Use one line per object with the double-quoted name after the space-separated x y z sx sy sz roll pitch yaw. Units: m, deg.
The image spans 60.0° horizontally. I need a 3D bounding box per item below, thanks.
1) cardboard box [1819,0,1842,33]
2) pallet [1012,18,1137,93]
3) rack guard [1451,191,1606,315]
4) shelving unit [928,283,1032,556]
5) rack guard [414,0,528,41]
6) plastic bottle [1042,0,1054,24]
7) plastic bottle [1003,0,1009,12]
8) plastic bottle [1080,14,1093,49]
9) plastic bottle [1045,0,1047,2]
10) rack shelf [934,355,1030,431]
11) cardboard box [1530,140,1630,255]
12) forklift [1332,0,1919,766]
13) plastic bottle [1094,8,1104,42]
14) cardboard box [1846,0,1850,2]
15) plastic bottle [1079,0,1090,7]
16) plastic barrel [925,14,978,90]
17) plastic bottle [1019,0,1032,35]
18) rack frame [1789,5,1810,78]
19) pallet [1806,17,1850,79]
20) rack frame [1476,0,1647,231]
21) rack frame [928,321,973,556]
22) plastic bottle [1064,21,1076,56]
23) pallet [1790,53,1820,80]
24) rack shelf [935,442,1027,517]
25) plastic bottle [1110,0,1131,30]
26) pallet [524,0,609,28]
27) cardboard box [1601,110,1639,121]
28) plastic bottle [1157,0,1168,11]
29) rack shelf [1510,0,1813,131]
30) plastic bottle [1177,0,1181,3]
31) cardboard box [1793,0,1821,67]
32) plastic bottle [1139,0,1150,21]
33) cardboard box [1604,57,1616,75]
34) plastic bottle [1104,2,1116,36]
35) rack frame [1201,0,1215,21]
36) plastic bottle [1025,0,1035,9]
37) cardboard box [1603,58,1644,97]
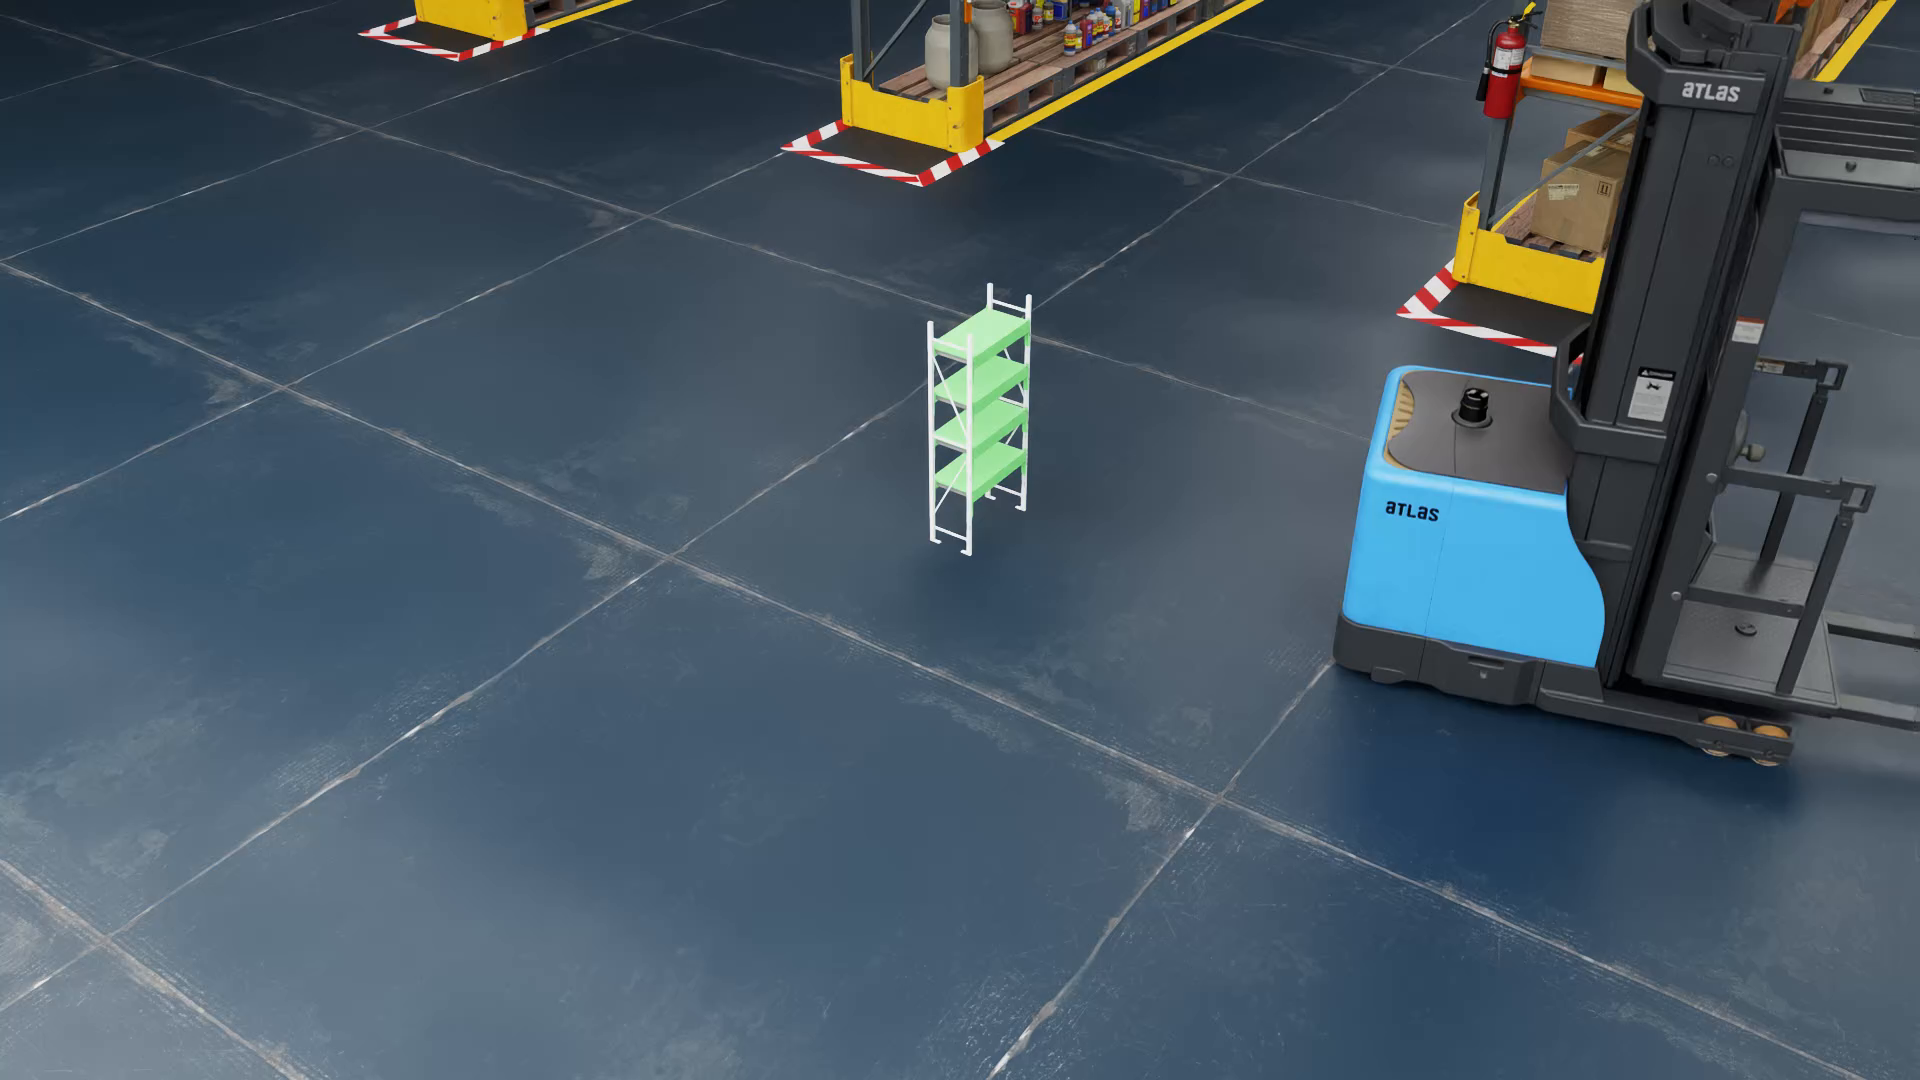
7.263 -4.781 14.481 0.700 0.500 0.500 25 41 32 "cardboard box"
0.790 -4.198 14.269 1.003 0.211 1.213 21 39 28 "pallet"
3.734 -1.789 10.449 1.175 0.500 0.348 21 39 28 "rack guard"
0.094 -0.573 8.027 0.258 1.200 0.503 21 39 28 "shelving unit"
-4.459 -4.909 15.063 1.175 0.500 0.348 21 39 28 "rack guard"
0.769 -4.610 14.495 0.097 0.201 0.097 0 34 0 "plastic bottle"
0.360 -4.474 14.220 0.061 0.283 0.133 22 40 29 "plastic bottle"
1.056 -4.262 13.907 0.061 0.283 0.133 22 40 29 "plastic bottle"
0.751 -4.776 14.607 0.144 0.351 0.185 21 39 28 "plastic bottle"
0.094 -0.719 7.928 0.258 0.148 0.480 21 39 28 "rack shelf"
4.060 -2.210 10.697 0.500 0.500 0.500 -29 43 -35 "cardboard box"
3.225 -0.617 6.545 3.031 2.935 1.130 10 35 15 "forklift"
1.164 -4.362 14.066 0.097 0.271 0.097 0 34 0 "plastic bottle"
7.887 -5.303 15.253 0.700 0.500 0.500 19 38 26 "cardboard box"
1.118 -4.920 14.891 0.097 0.271 0.097 0 34 0 "plastic bottle"
-0.066 -3.842 13.100 0.421 0.512 0.421 0 34 0 "plastic barrel"
0.563 -4.487 14.240 0.061 0.283 0.133 21 39 28 "plastic bottle"
5.971 -4.631 12.420 1.000 3.000 0.127 21 39 28 "rack frame"
7.109 -4.398 14.565 1.003 0.211 1.213 21 39 28 "pallet"
3.691 -2.790 9.698 1.000 3.000 0.127 21 39 28 "rack frame"
-0.045 -0.461 7.860 0.240 1.200 0.015 21 39 28 "rack frame"
0.912 -4.159 13.765 0.097 0.271 0.097 0 34 0 "plastic bottle"
6.414 -3.834 13.731 1.003 0.211 1.213 21 39 28 "pallet"
0.094 -0.321 8.197 0.258 0.148 0.480 21 39 28 "rack shelf"
1.383 -4.568 14.365 0.152 0.276 0.135 22 40 29 "plastic bottle"
-4.044 -5.166 15.700 1.003 0.211 1.213 21 39 28 "pallet"
4.746 -2.778 11.537 0.500 0.500 0.500 25 42 32 "cardboard box"
1.772 -4.909 14.803 0.144 0.351 0.185 20 39 27 "plastic bottle"
4.831 -3.412 11.260 1.077 0.370 4.000 21 39 28 "rack shelf"
1.952 -4.969 15.026 0.097 0.201 0.097 0 34 0 "plastic bottle"
6.627 -4.266 13.720 0.700 0.500 0.500 21 39 28 "cardboard box"
1.604 -4.705 14.561 0.061 0.283 0.133 24 41 31 "plastic bottle"
3.827 -2.998 10.229 0.380 0.149 0.250 21 39 28 "cardboard box"
1.280 -4.456 14.204 0.097 0.271 0.097 0 34 0 "plastic bottle"
1.902 -6.213 14.759 1.000 3.000 0.127 21 39 28 "rack frame"
0.554 -4.582 14.387 0.152 0.276 0.135 20 39 27 "plastic bottle"
4.049 -2.741 9.849 0.380 0.149 0.250 21 39 28 "cardboard box"
